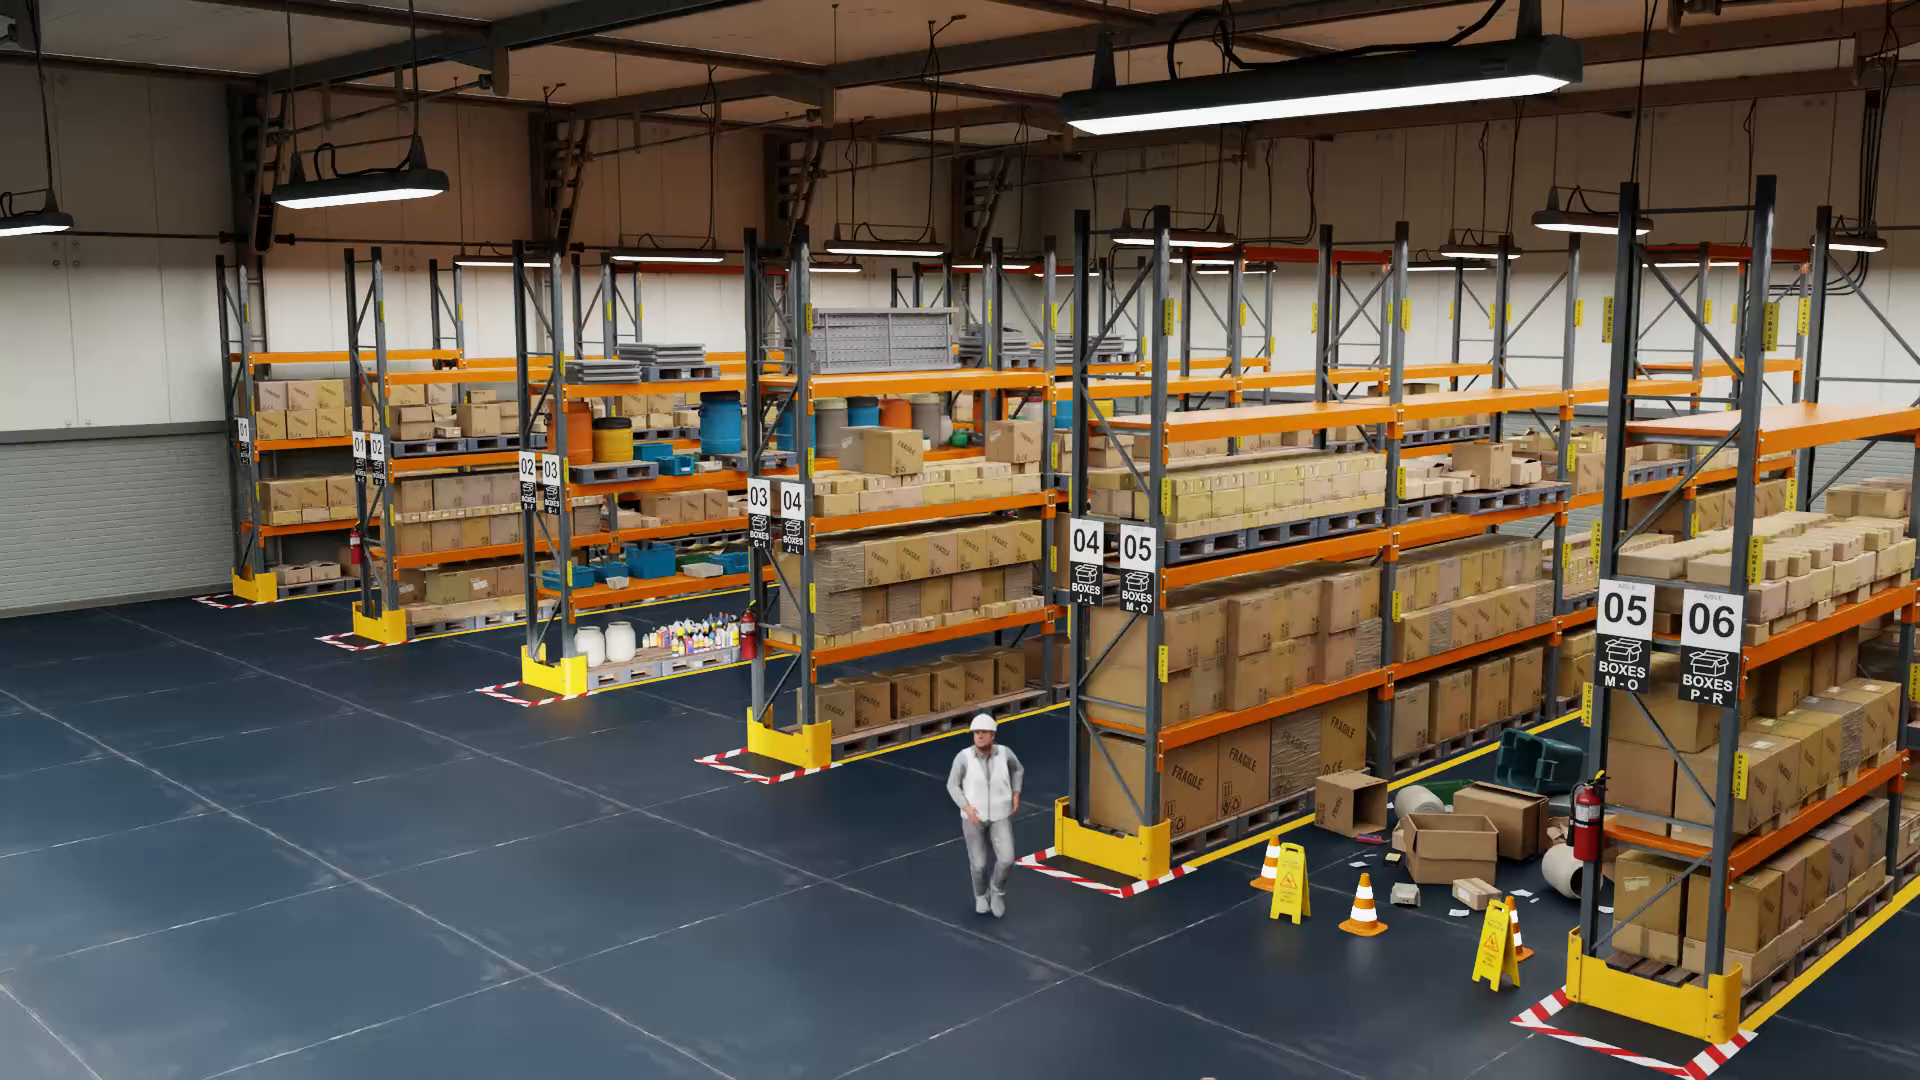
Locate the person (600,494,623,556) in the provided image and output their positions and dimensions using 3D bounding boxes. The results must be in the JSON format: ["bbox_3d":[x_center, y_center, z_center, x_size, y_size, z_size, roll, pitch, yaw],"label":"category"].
[{"bbox_3d":[-6.582,-0.066,31.357,0.565,1.606,0.778,5,9,31],"label":"person"}]

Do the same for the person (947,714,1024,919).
[{"bbox_3d":[0.232,2.328,13.997,0.678,1.738,0.628,-1,8,-6],"label":"person"}]
